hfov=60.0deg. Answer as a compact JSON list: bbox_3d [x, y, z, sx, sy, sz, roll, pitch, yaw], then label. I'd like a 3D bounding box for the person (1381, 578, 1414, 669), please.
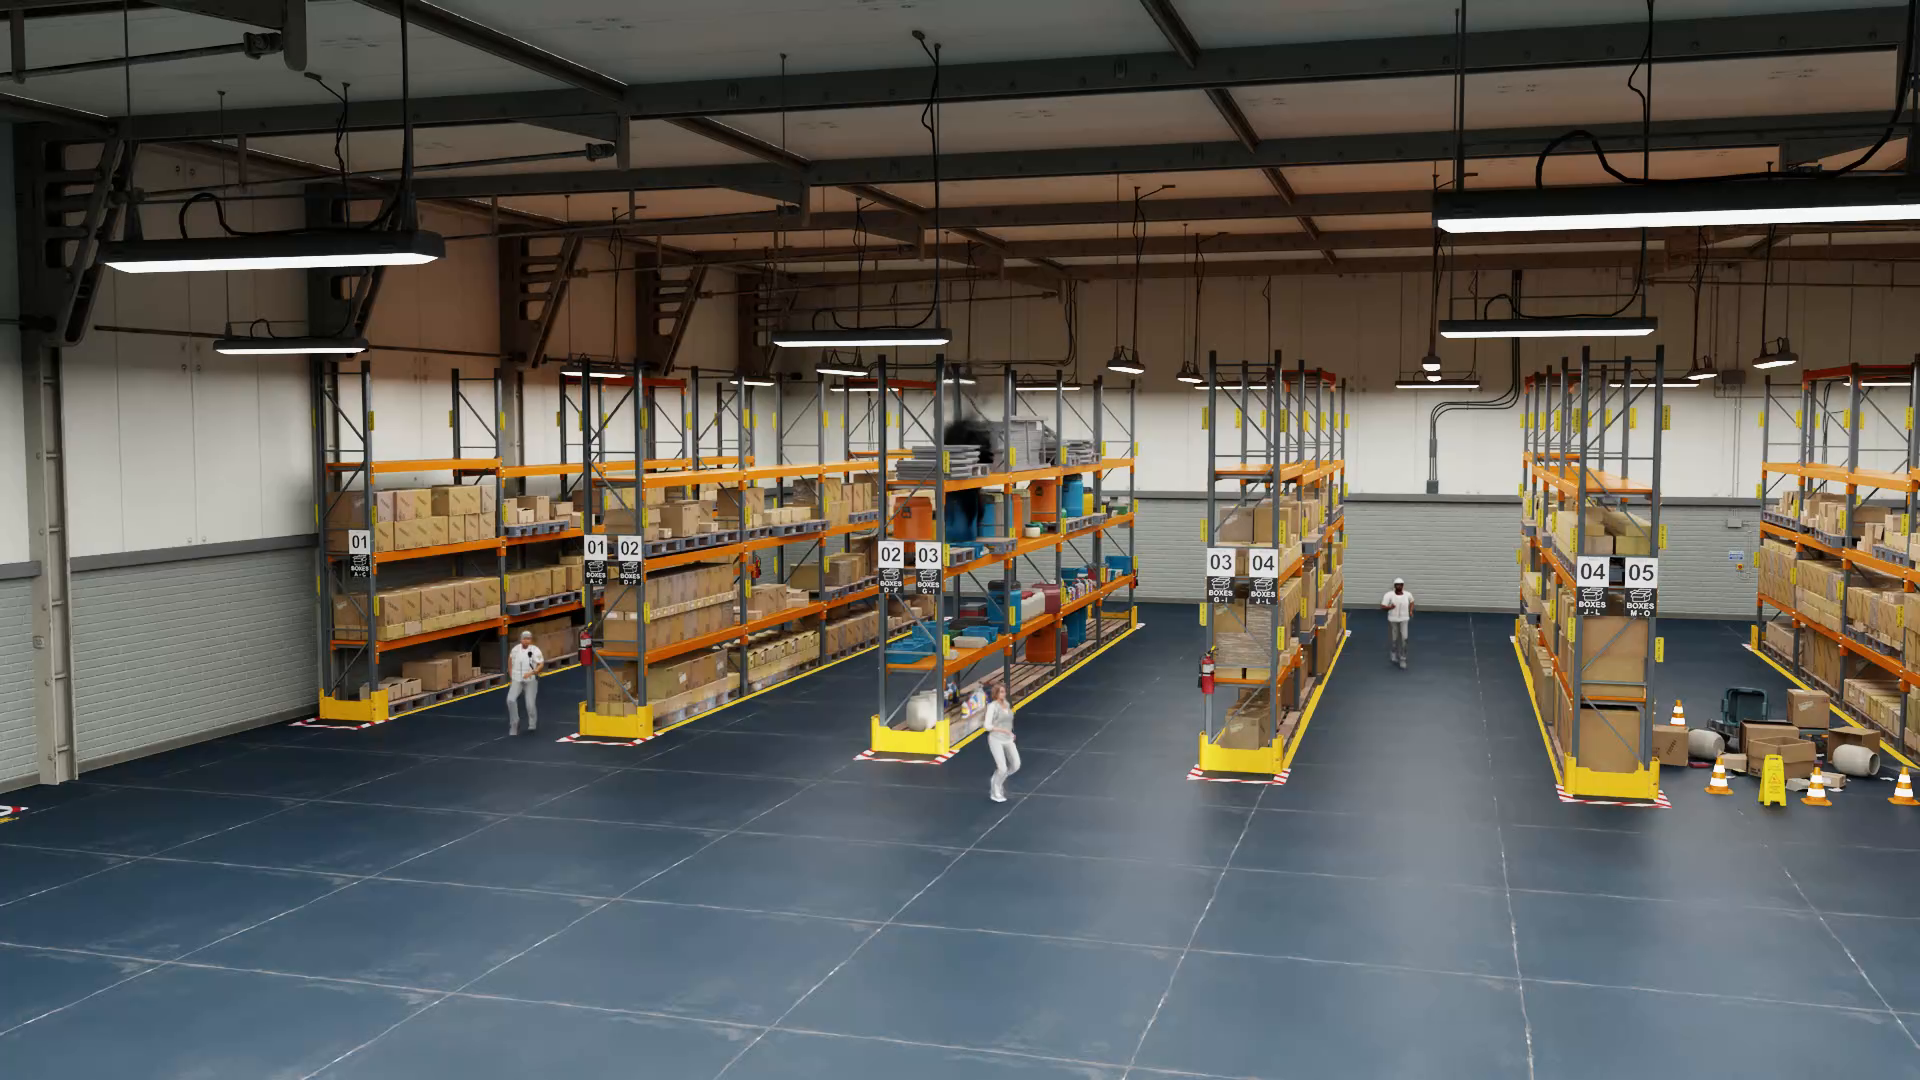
[{"bbox_3d":[8.957,1.676,33.987,0.684,1.809,0.802,1,4,8],"label":"person"}]

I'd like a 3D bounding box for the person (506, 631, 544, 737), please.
[{"bbox_3d":[-6.967,2.289,26.628,0.614,1.690,0.673,0,4,1],"label":"person"}]

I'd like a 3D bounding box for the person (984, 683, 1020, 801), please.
[{"bbox_3d":[0.575,2.667,21.807,0.526,1.543,0.536,-4,6,-42],"label":"person"}]
